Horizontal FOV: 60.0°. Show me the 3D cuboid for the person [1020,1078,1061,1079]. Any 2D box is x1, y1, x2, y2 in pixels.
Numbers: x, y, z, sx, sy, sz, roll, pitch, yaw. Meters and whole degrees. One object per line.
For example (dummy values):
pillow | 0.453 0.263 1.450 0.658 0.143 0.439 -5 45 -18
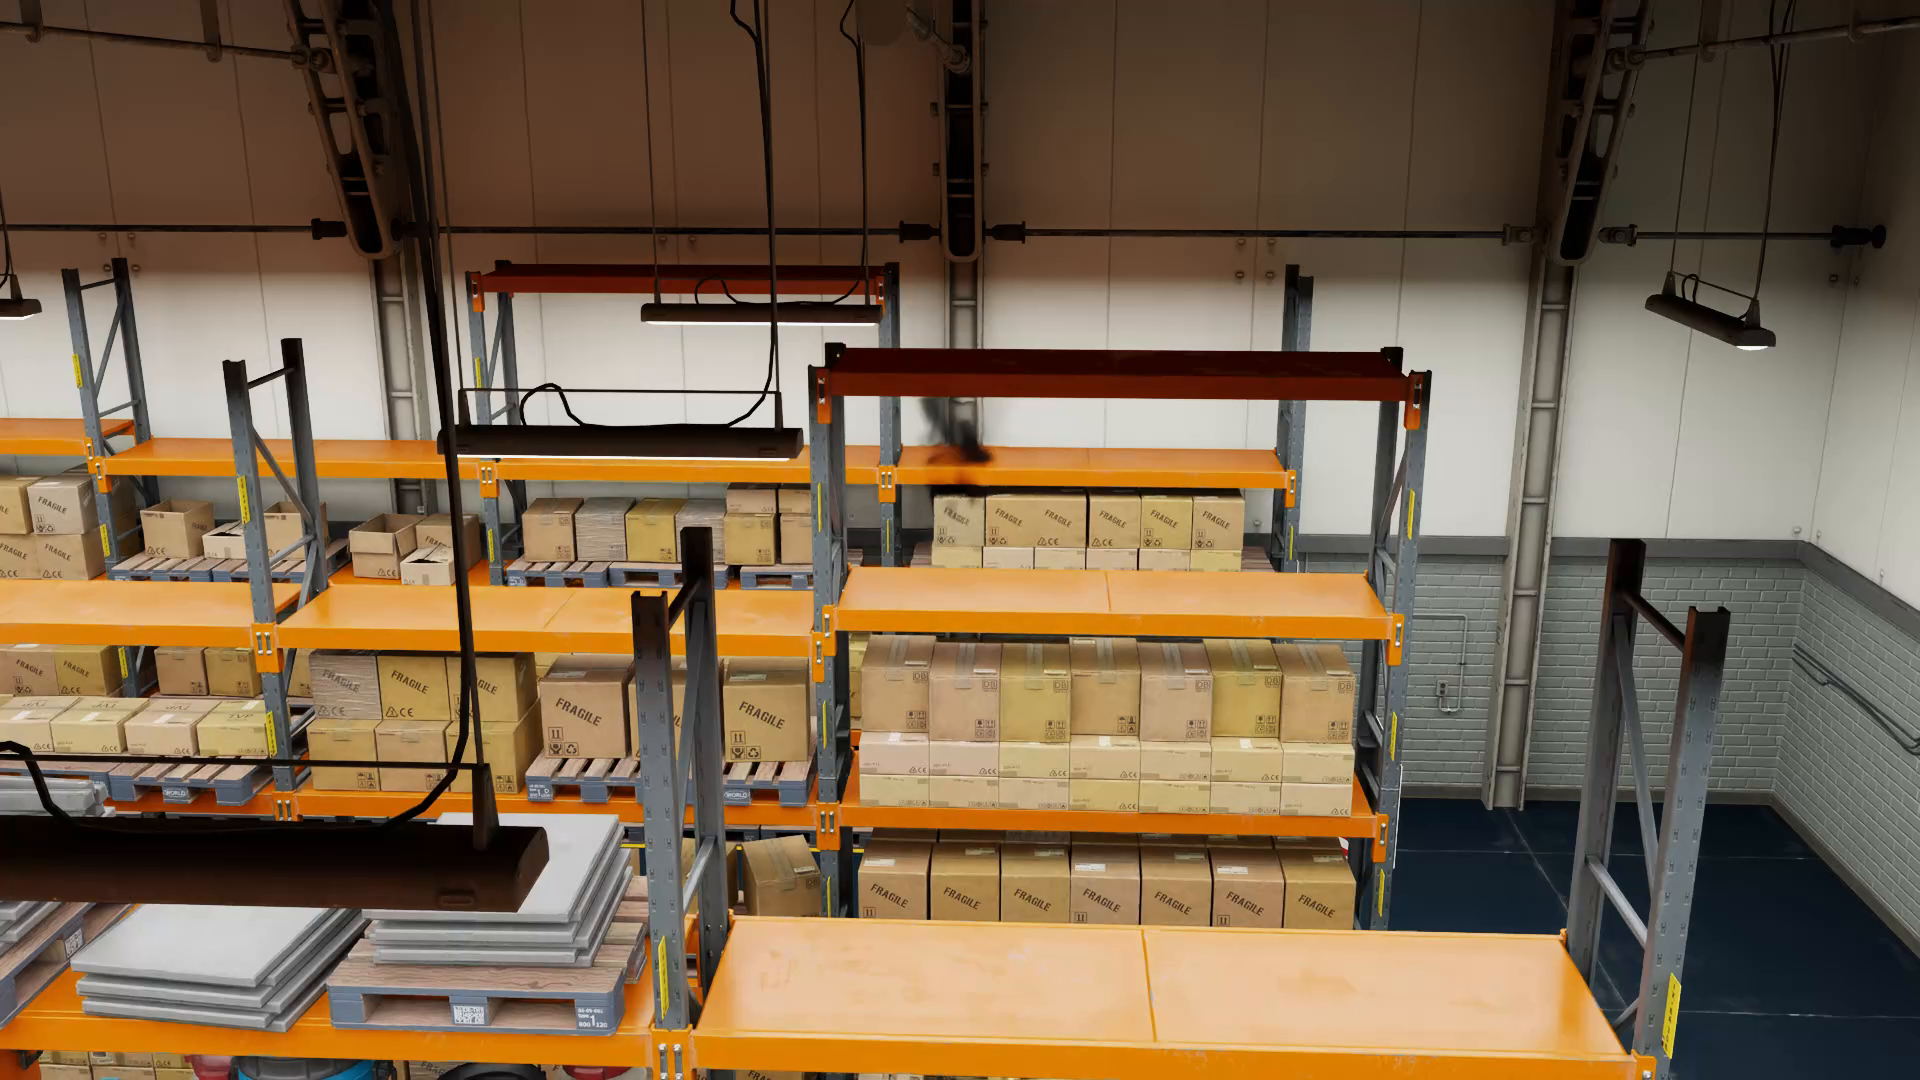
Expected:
person | 0.571 4.205 10.974 0.831 1.742 0.705 0 16 -1
